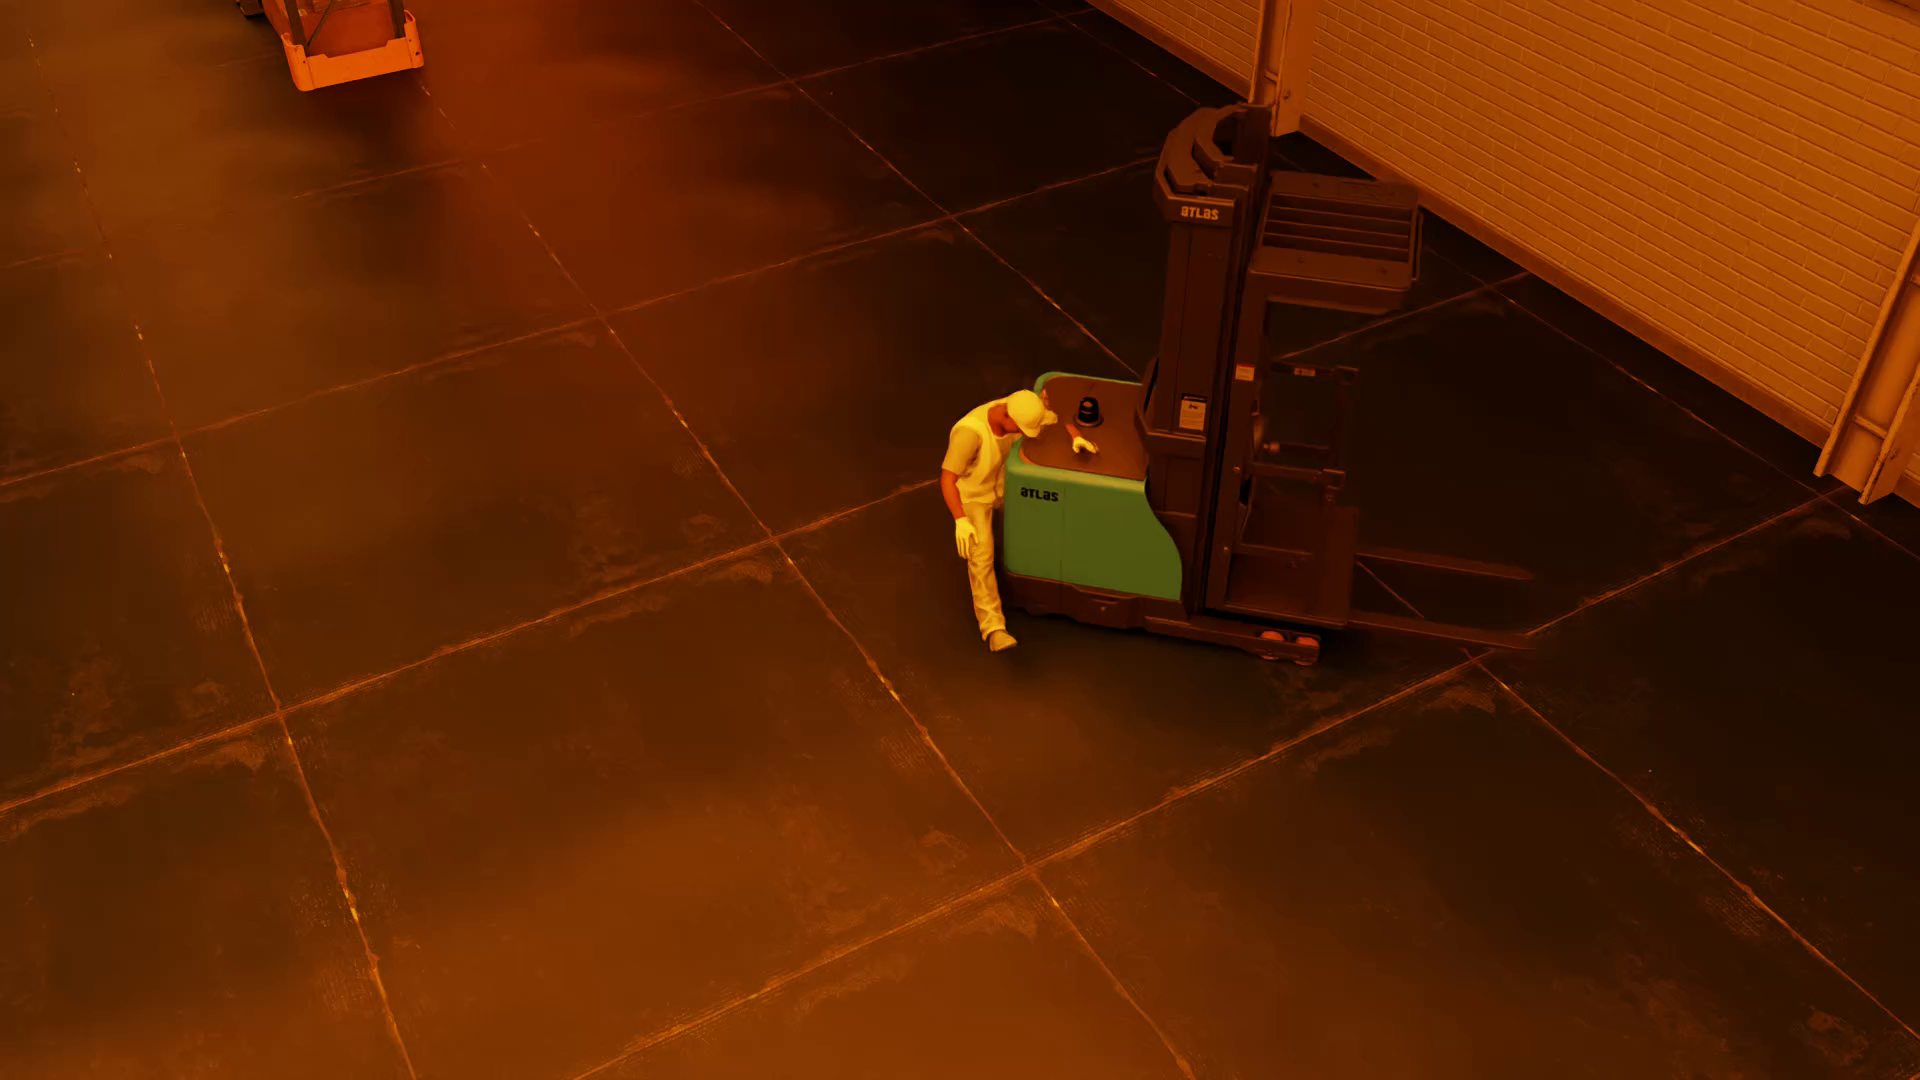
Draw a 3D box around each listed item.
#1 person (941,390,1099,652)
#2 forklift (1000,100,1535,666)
[{"bbox_3d":[0.354,-0.192,9.457,1.028,1.450,1.160,-22,45,-25],"label":"person"},{"bbox_3d":[1.810,-0.790,8.988,3.031,2.935,1.130,9,41,11],"label":"forklift"}]
